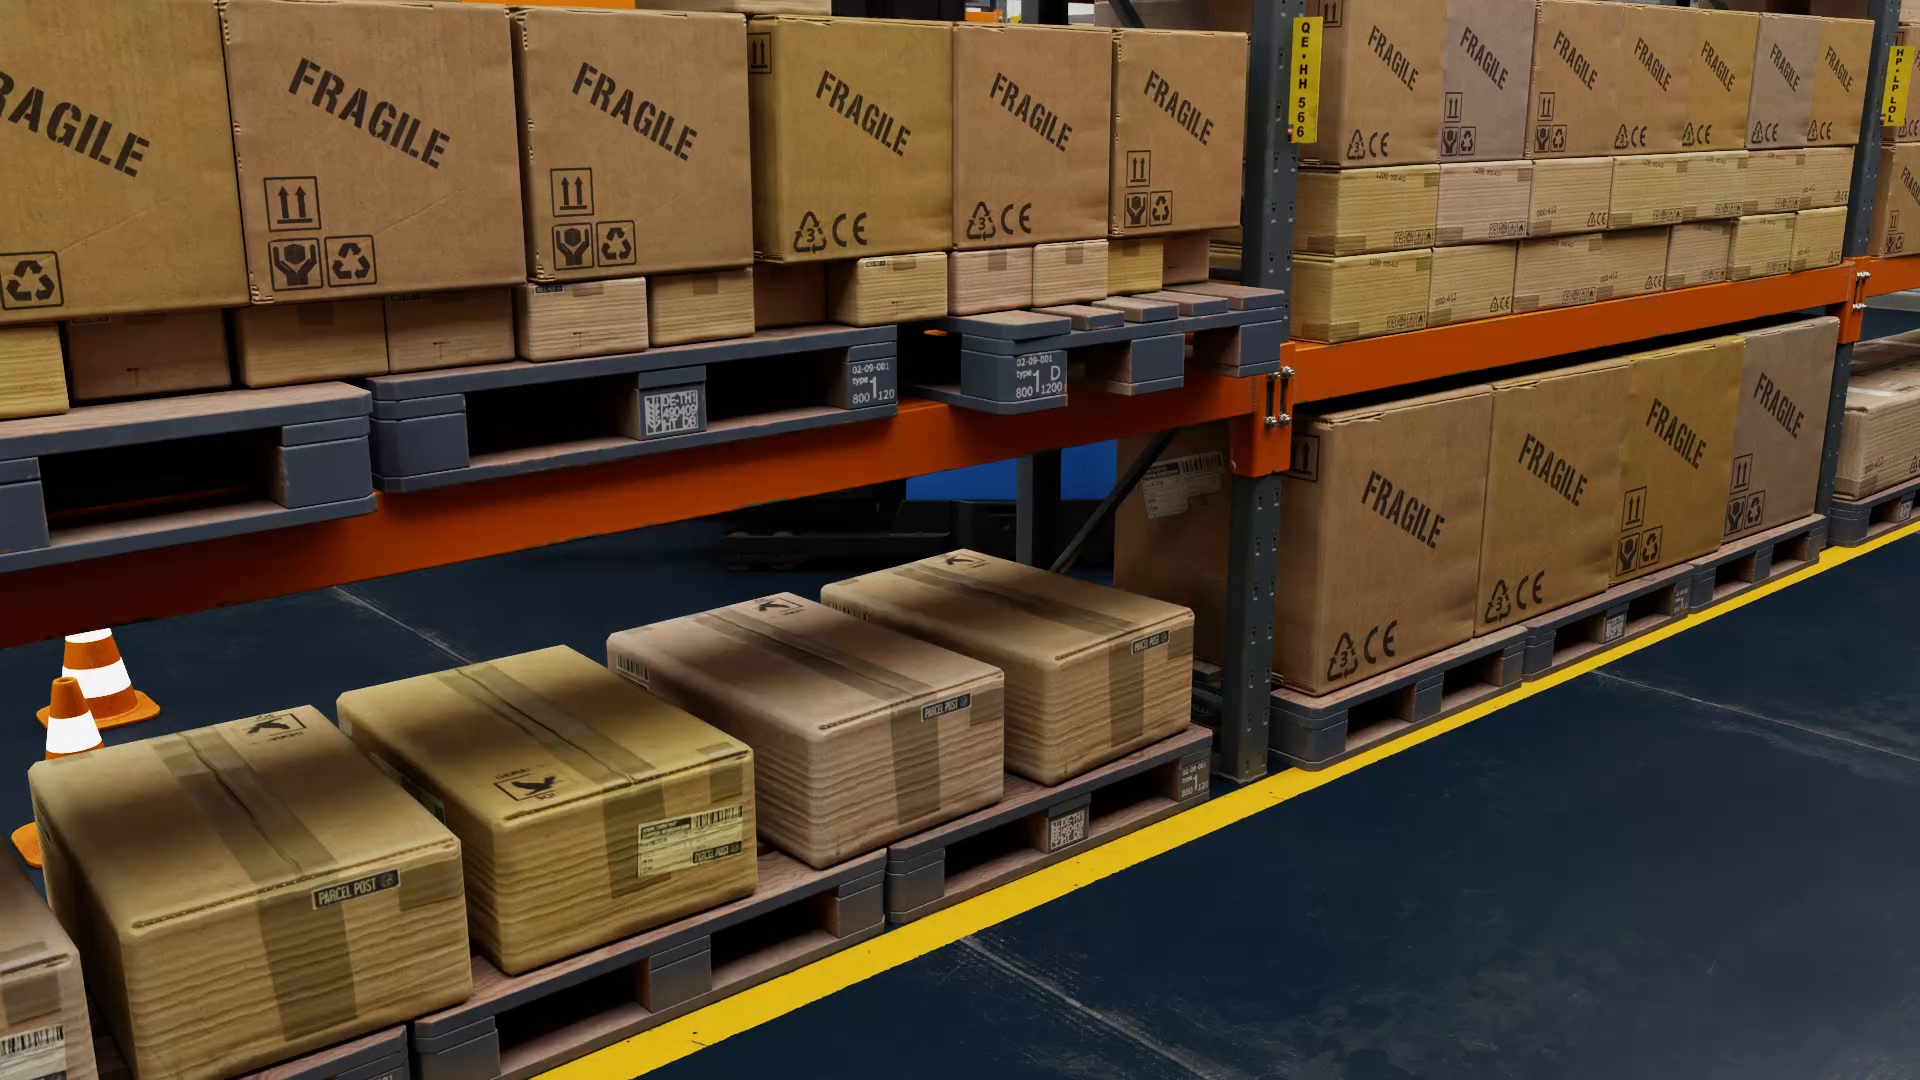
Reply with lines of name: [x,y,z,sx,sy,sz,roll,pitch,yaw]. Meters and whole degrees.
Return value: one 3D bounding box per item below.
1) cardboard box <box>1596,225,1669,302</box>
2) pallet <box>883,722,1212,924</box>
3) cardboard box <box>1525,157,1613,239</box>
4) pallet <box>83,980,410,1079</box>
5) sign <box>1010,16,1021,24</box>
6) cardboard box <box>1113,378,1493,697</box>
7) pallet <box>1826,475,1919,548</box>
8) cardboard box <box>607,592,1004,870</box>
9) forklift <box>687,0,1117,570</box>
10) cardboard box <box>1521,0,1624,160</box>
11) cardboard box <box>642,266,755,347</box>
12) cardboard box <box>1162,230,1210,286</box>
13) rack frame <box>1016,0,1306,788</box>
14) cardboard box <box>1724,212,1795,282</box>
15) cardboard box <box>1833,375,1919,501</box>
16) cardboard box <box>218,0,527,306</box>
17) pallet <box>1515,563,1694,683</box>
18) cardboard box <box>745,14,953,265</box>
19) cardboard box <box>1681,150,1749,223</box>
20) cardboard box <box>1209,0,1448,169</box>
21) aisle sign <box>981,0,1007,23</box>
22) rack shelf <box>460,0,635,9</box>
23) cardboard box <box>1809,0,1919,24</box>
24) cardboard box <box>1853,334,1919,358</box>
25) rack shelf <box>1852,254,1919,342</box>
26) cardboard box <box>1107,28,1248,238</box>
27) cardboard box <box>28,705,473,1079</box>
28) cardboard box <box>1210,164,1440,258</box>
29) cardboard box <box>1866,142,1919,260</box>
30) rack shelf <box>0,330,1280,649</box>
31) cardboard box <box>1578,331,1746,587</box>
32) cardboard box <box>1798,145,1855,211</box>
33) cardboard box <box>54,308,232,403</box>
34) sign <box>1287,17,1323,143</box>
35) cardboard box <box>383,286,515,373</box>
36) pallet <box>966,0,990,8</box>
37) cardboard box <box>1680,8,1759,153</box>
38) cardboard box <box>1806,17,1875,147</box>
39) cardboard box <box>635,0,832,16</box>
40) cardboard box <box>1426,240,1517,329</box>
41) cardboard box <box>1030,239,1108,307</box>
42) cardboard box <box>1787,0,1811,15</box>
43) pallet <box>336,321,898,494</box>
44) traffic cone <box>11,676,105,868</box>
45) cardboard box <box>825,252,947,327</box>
cardboard box: [2.239,-1.040,6.120,0.500,0.250,0.500,-13,19,-39]
pallet: [-0.031,0.664,4.856,1.213,0.211,1.003,-13,19,-39]
cardboard box: [1.878,-1.192,5.721,0.500,0.250,0.500,-13,20,-40]
pallet: [-1.872,1.077,3.309,1.213,0.211,1.003,-13,19,-39]
sign: [0.192,-1.483,5.244,0.005,0.325,0.100,-13,19,-39]
cardboard box: [1.135,-0.093,5.589,0.875,0.875,0.875,-13,20,-40]
pallet: [4.202,-0.260,8.313,1.213,0.211,1.003,-13,19,-39]
cardboard box: [-0.425,0.471,4.451,0.625,0.372,0.950,-13,20,-40]
forklift: [-0.686,-1.421,7.391,3.031,2.935,1.130,0,15,0]
cardboard box: [1.860,-1.553,5.622,0.500,0.500,0.500,-12,19,-38]
cardboard box: [-0.650,-0.518,3.549,0.250,0.149,0.380,-13,20,-41]
cardboard box: [0.466,-0.796,4.590,0.250,0.149,0.380,-12,19,-37]
rack frame: [0.559,-0.816,4.991,0.127,3.000,1.000,-13,19,-39]
cardboard box: [3.019,-1.210,6.757,0.500,0.250,0.500,-13,20,-40]
cardboard box: [4.121,-0.544,8.124,0.875,0.438,0.875,-13,20,-40]
cardboard box: [-1.157,-0.723,3.059,0.500,0.500,0.500,-13,20,-40]
pallet: [2.123,0.207,6.566,1.213,0.211,1.003,-13,19,-39]
cardboard box: [-0.364,-0.904,3.738,0.500,0.500,0.500,-14,21,-43]
cardboard box: [2.645,-1.365,6.371,0.500,0.250,0.500,-12,19,-38]
cardboard box: [1.092,-1.383,4.984,0.500,0.500,0.500,-14,20,-41]
aisle sign: [0.340,-5.310,16.779,0.004,0.787,0.394,-13,19,-39]
rack shelf: [-4.437,-4.185,13.188,4.000,0.370,1.077,-13,19,-39]
cardboard box: [3.985,-2.341,7.313,0.250,0.149,0.380,-13,20,-40]
cardboard box: [5.477,-0.848,9.263,0.875,0.438,0.875,-12,19,-38]
rack shelf: [5.086,-1.484,8.889,4.000,0.370,1.077,-13,19,-39]
cardboard box: [0.399,-1.079,4.395,0.500,0.500,0.500,-13,20,-41]
cardboard box: [-1.524,0.717,3.532,0.625,0.372,0.950,-11,19,-36]
cardboard box: [1.104,-1.022,5.087,0.500,0.250,0.500,-13,20,-40]
cardboard box: [4.103,-1.570,7.622,0.500,0.500,0.500,-12,19,-38]
rack shelf: [-0.950,-0.129,3.815,4.000,0.370,1.077,-13,19,-39]
cardboard box: [2.485,-0.394,6.718,0.875,0.875,0.875,-12,19,-38]
cardboard box: [3.404,-1.540,7.026,0.500,0.250,0.500,-13,20,-39]
cardboard box: [-1.476,-0.355,2.940,0.250,0.149,0.380,-11,19,-36]
sign: [0.923,-1.233,4.462,0.005,0.325,0.100,-13,19,-39]
cardboard box: [-1.067,-0.432,3.228,0.250,0.149,0.380,-12,19,-39]
pallet: [-0.464,-5.379,16.434,1.213,0.211,1.003,-13,19,-39]
cardboard box: [2.624,-1.729,6.279,0.500,0.500,0.500,-12,19,-38]
cardboard box: [3.405,-1.900,6.920,0.500,0.500,0.500,-12,19,-38]
cardboard box: [-0.490,-1.192,3.559,0.250,0.149,0.380,-14,20,-42]
cardboard box: [1.469,-0.868,5.476,0.500,0.250,0.500,-13,20,-41]
cardboard box: [0.151,-0.685,4.175,0.250,0.149,0.380,-13,20,-40]
cardboard box: [3.870,-2.476,7.818,0.250,0.149,0.380,-12,19,-38]
pallet: [-0.907,-0.380,3.730,1.213,0.211,1.003,-13,19,-39]
traffic cone: [-2.442,0.605,4.588,0.334,0.463,0.336,-13,19,-39]
cardboard box: [-0.243,-0.594,3.836,0.250,0.149,0.380,-12,19,-38]
